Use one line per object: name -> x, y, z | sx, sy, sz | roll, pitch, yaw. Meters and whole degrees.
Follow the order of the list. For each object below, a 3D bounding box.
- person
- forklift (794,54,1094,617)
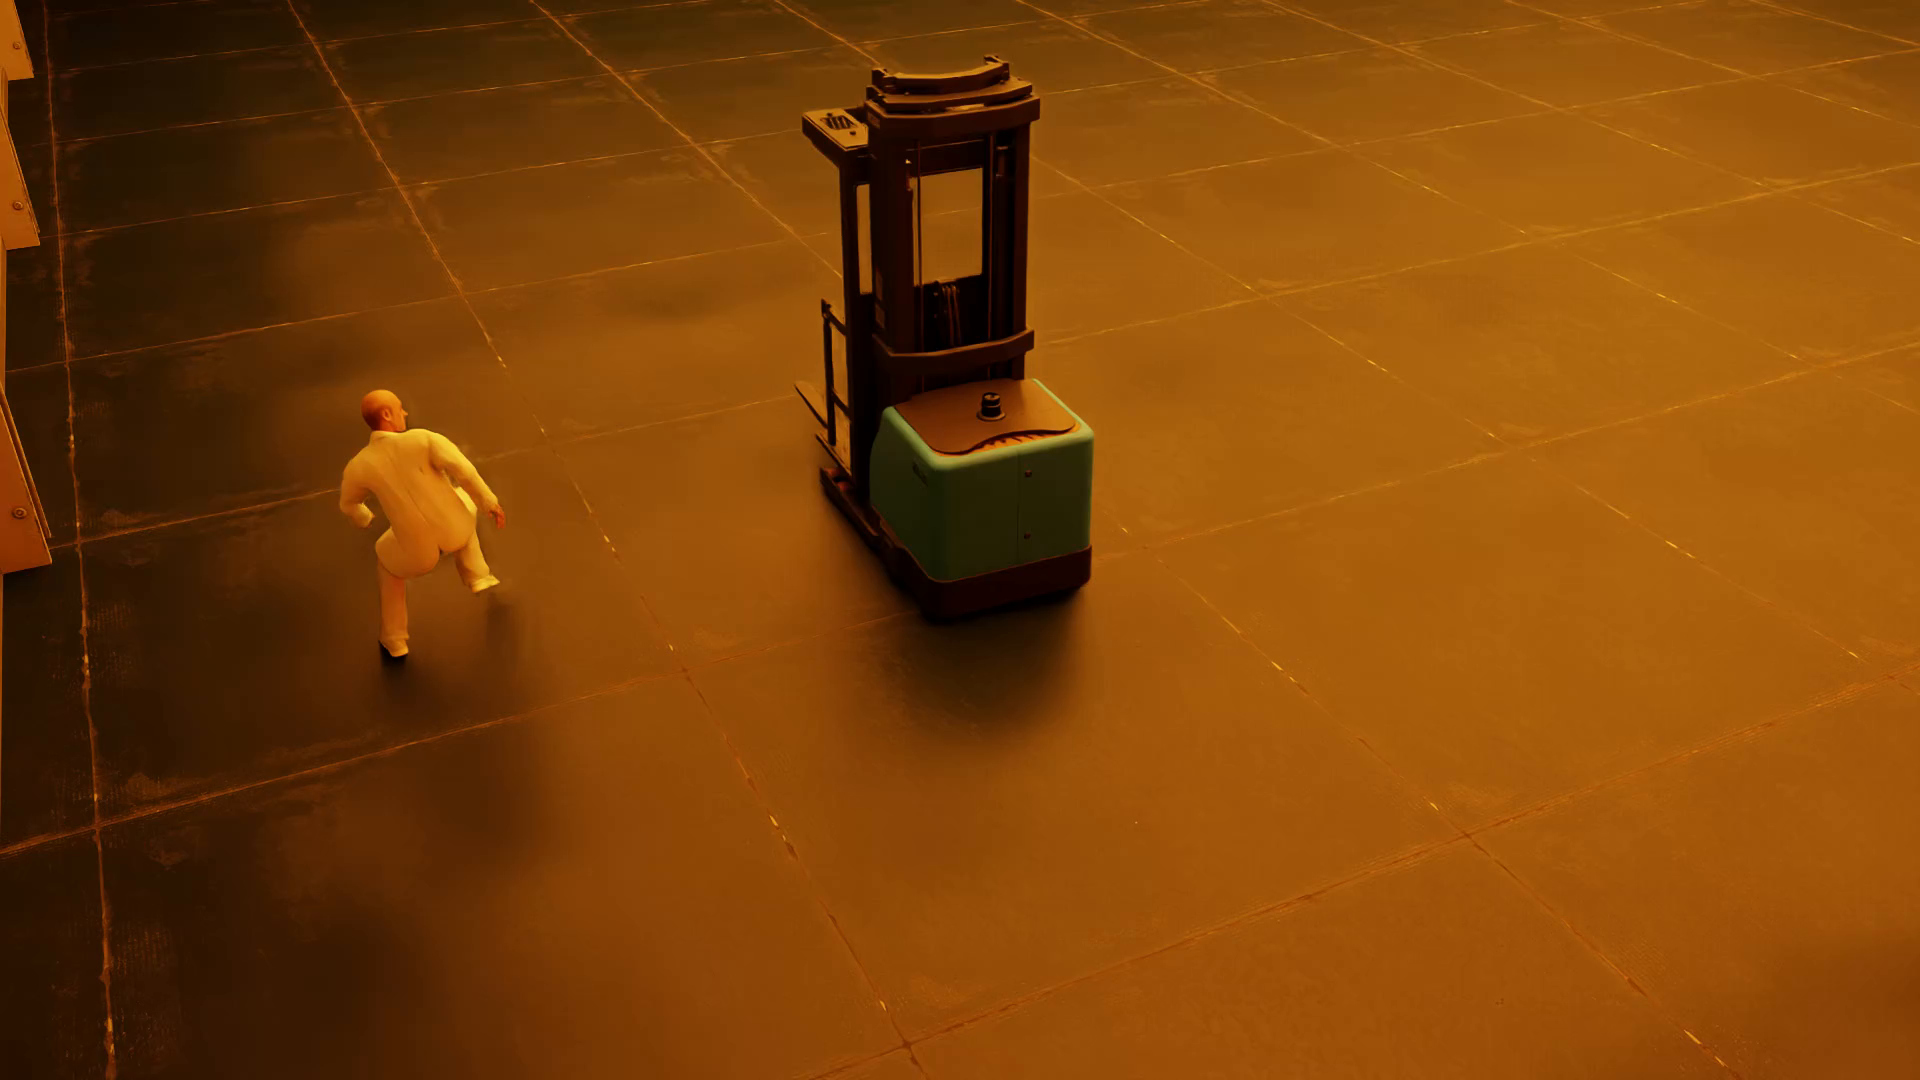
person -> -3.004, -0.131, 9.311 | 0.841, 1.510, 0.688 | -12, 33, -18
forklift -> -0.274, -1.553, 10.237 | 1.130, 2.935, 3.031 | -13, 33, -20
